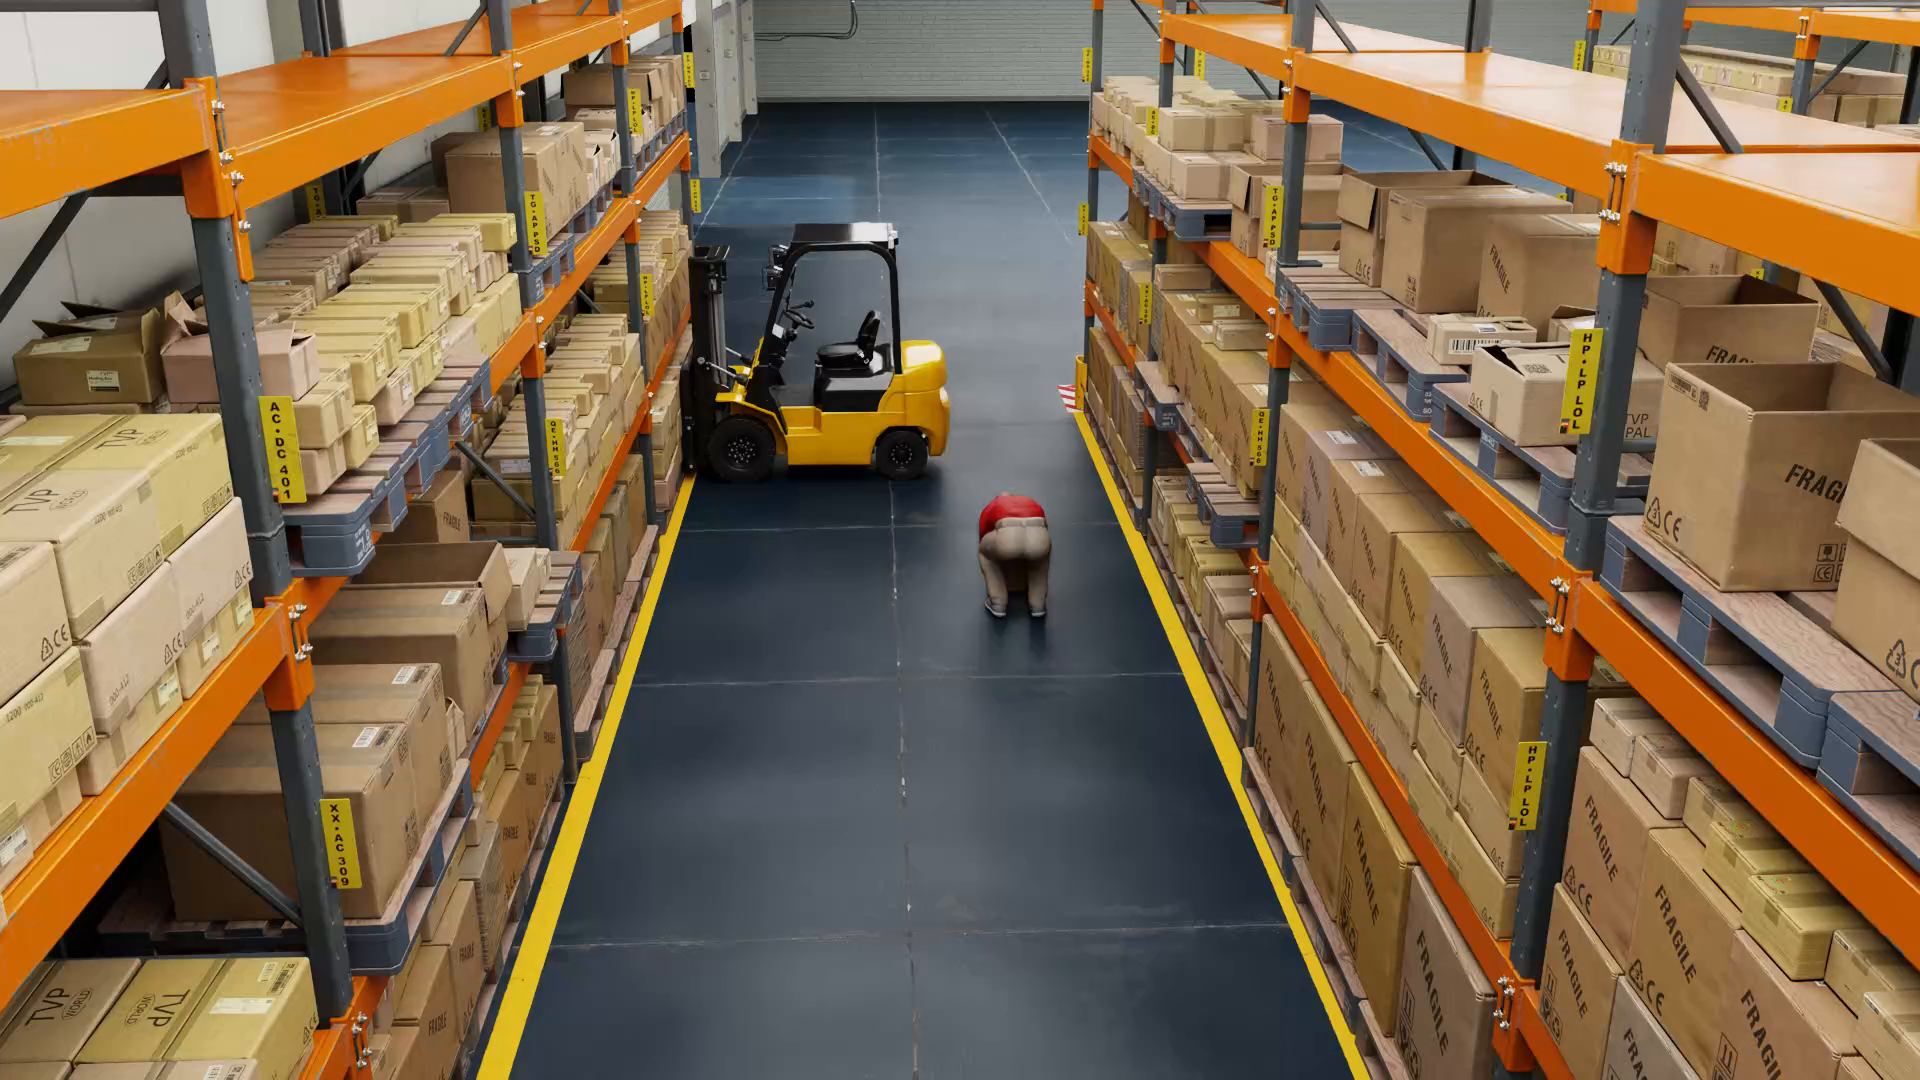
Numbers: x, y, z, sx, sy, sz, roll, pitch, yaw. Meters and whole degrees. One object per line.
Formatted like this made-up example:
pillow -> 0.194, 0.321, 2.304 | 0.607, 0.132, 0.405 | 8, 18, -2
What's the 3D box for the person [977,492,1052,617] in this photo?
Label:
person -> 0.399, 0.082, 12.205 | 0.545, 0.845, 0.957 | -2, 20, -5
